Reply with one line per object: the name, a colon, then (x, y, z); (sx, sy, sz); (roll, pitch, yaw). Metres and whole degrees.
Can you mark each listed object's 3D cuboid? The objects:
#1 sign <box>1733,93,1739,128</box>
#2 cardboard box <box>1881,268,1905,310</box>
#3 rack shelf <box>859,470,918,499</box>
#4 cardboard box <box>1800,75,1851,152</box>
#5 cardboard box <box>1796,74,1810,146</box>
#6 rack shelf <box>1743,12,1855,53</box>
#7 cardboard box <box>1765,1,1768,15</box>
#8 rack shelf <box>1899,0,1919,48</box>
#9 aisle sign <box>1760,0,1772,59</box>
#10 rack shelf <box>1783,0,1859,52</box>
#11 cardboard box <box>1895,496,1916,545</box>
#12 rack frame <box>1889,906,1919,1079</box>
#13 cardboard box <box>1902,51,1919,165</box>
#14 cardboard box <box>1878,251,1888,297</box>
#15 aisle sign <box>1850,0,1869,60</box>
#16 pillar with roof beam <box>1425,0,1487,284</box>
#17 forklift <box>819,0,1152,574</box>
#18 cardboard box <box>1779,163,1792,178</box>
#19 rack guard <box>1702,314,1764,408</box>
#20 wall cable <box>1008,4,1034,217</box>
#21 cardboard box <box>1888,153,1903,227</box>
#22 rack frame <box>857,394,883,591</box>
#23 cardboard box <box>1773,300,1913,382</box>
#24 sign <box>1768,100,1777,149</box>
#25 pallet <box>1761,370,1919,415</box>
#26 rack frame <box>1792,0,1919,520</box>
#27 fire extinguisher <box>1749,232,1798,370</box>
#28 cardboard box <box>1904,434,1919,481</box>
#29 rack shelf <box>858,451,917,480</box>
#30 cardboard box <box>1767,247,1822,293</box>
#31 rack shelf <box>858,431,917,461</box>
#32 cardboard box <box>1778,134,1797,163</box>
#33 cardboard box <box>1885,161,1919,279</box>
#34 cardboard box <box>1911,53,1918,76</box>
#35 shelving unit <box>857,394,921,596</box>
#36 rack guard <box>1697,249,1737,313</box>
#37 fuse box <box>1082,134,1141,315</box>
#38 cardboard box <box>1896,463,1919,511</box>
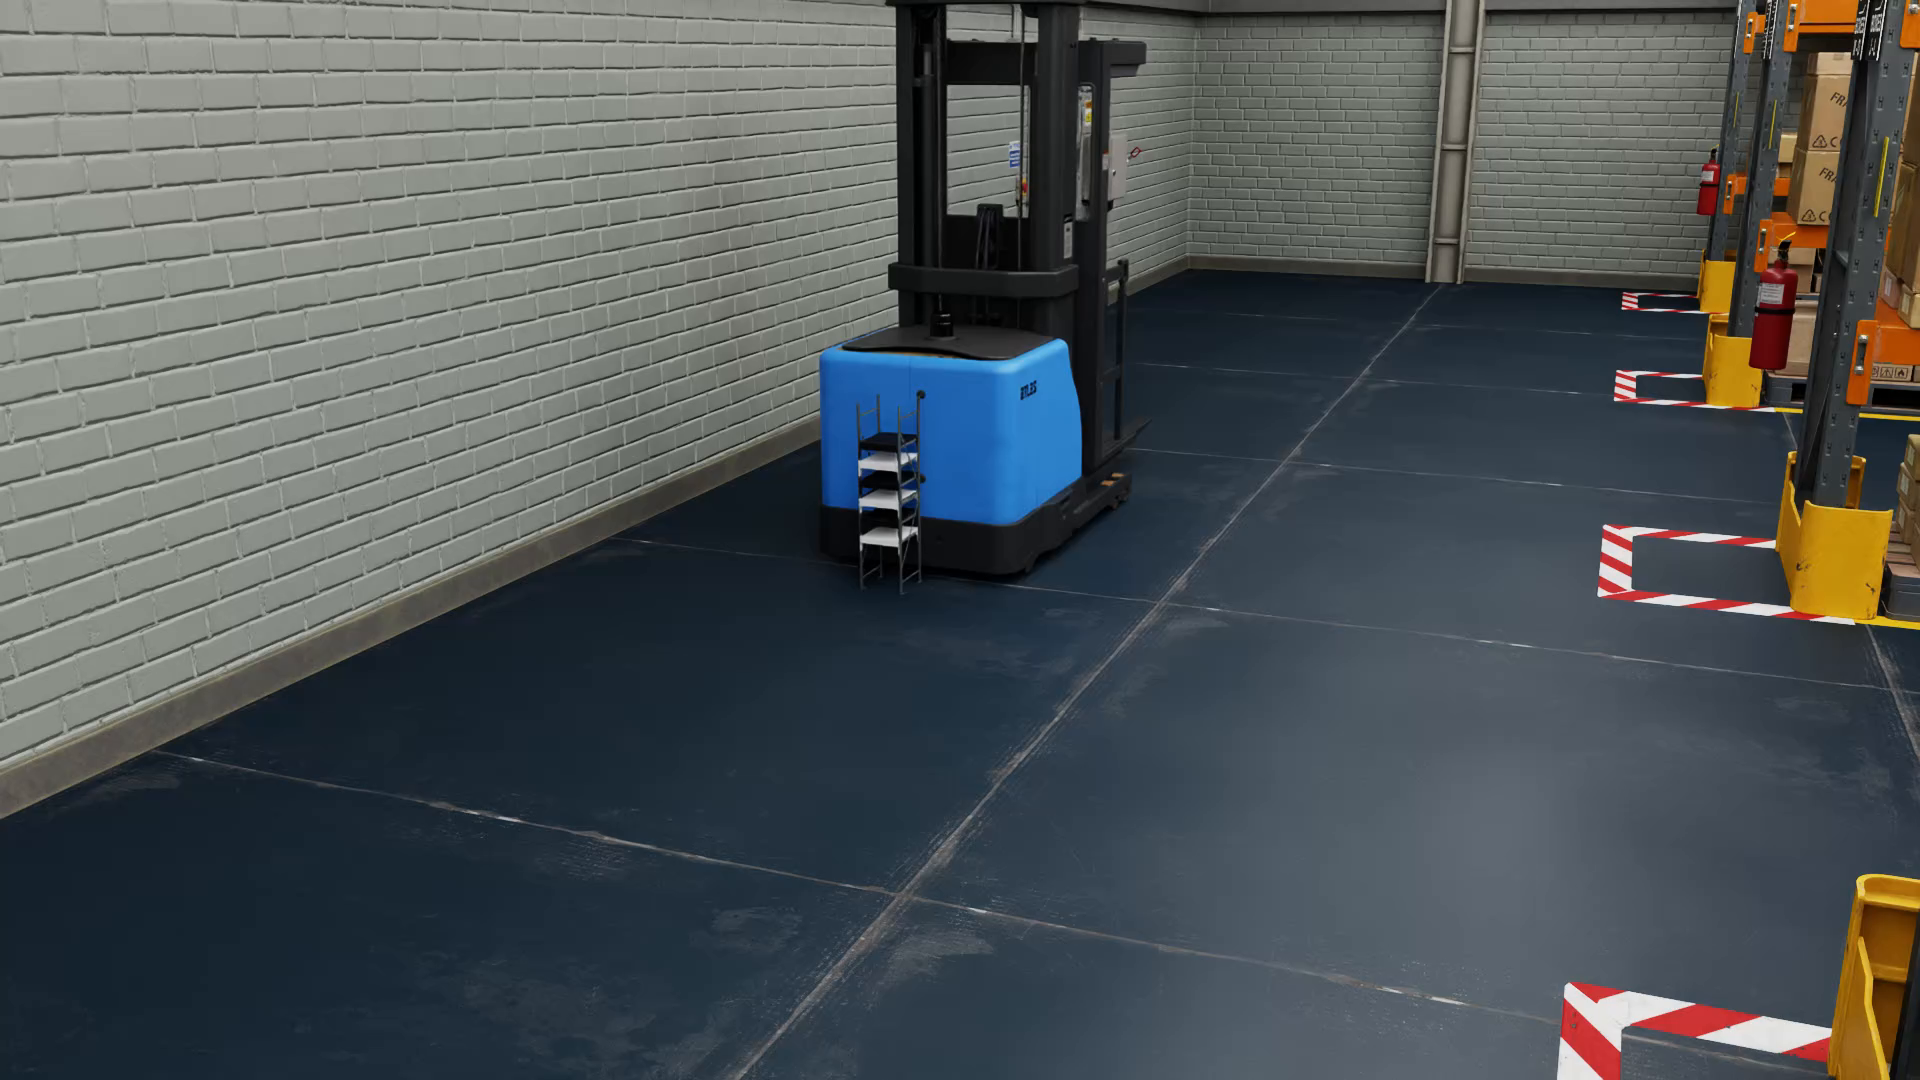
sign: (7.419, -4.110, 15.898); (0.005, 0.325, 0.100); (6, 17, 21)
cardboard box: (4.485, -1.173, 7.783); (0.250, 0.149, 0.380); (6, 17, 21)
rack shelf: (-0.329, -0.266, 7.772); (0.200, 0.077, 0.258); (6, 18, 21)
cardboard box: (6.142, -2.953, 11.491); (0.500, 0.500, 0.500); (6, 17, 19)
cardboard box: (6.336, -3.088, 11.958); (0.500, 0.500, 0.500); (7, 18, 22)
rack shelf: (9.478, -4.726, 15.481); (4.000, 0.370, 1.077); (6, 17, 21)
cardboard box: (8.000, -5.182, 16.215); (0.250, 0.149, 0.380); (7, 18, 22)
rack shelf: (5.938, -2.144, 6.588); (4.000, 0.370, 1.077); (6, 17, 21)
aisle sign: (5.847, -3.884, 12.008); (0.004, 0.787, 0.394); (6, 17, 21)
rack shelf: (7.661, -3.438, 11.046); (4.000, 0.370, 1.077); (6, 17, 21)
cardboard box: (4.644, -0.086, 7.950); (0.250, 0.149, 0.380); (7, 17, 22)
rack frame: (2.164, 0.023, 3.215); (0.127, 3.000, 1.000); (6, 17, 21)
cardboard box: (4.595, -1.942, 7.477); (0.500, 0.500, 0.500); (6, 17, 19)
cardboard box: (8.933, -2.652, 16.158); (0.500, 0.500, 0.700); (7, 18, 23)
aisle sign: (4.120, -2.587, 7.542); (0.004, 0.787, 0.394); (6, 17, 21)
pillar with roof beam: (3.861, -6.109, 13.577); (0.400, 9.000, 9.100); (6, 17, 21)
forklift: (0.332, -1.613, 8.971); (1.130, 2.935, 3.031); (6, 17, 21)
cardboard box: (8.077, -3.596, 16.130); (0.250, 0.149, 0.380); (7, 18, 22)
rack guard: (5.778, -1.349, 12.425); (0.348, 0.500, 1.175); (6, 17, 21)
wall cable: (0.546, -3.621, 13.888); (0.123, 1.953, 0.585); (6, 17, 21)
cardboard box: (6.622, -2.427, 11.475); (0.500, 0.500, 0.500); (6, 17, 20)
rack frame: (-0.423, -0.223, 7.825); (0.006, 0.900, 0.240); (6, 18, 21)
cardboard box: (6.451, -1.477, 12.224); (0.875, 0.438, 0.875); (6, 17, 19)
sign: (5.591, -2.858, 11.443); (0.005, 0.325, 0.100); (6, 17, 21)
pallet: (6.573, -1.147, 12.245); (1.213, 0.211, 1.003); (6, 17, 21)
rack frame: (4.078, -1.253, 7.610); (0.127, 3.000, 1.000); (6, 17, 21)
fire extinguisher: (4.013, -1.183, 8.174); (0.183, 0.674, 0.296); (6, 17, 21)
cardboard box: (4.663, -0.383, 7.906); (0.250, 0.149, 0.380); (6, 17, 21)
rack shelf: (-0.329, -0.353, 7.746); (0.200, 0.077, 0.258); (6, 18, 21)
cardboard box: (8.152, -2.751, 16.493); (0.637, 0.503, 0.797); (6, 17, 18)
rack shelf: (-0.329, -0.439, 7.721); (0.200, 0.077, 0.258); (6, 18, 21)
cardboard box: (7.941, -3.790, 16.083); (0.500, 0.250, 0.500); (6, 17, 21)
cardboard box: (4.590, -1.465, 7.627); (0.500, 0.500, 0.500); (7, 17, 22)
cardboard box: (6.498, -3.214, 11.229); (0.250, 0.149, 0.380); (7, 18, 22)
shelving unit: (-0.329, -0.212, 7.788); (0.210, 0.900, 0.258); (6, 18, 21)
rack guard: (7.689, -2.627, 16.826); (0.348, 0.500, 1.175); (6, 17, 21)
fuse box: (1.453, -3.029, 16.039); (0.414, 1.711, 0.539); (6, 17, 21)
cardboard box: (4.674, -0.249, 7.977); (0.250, 0.149, 0.380); (6, 17, 19)
